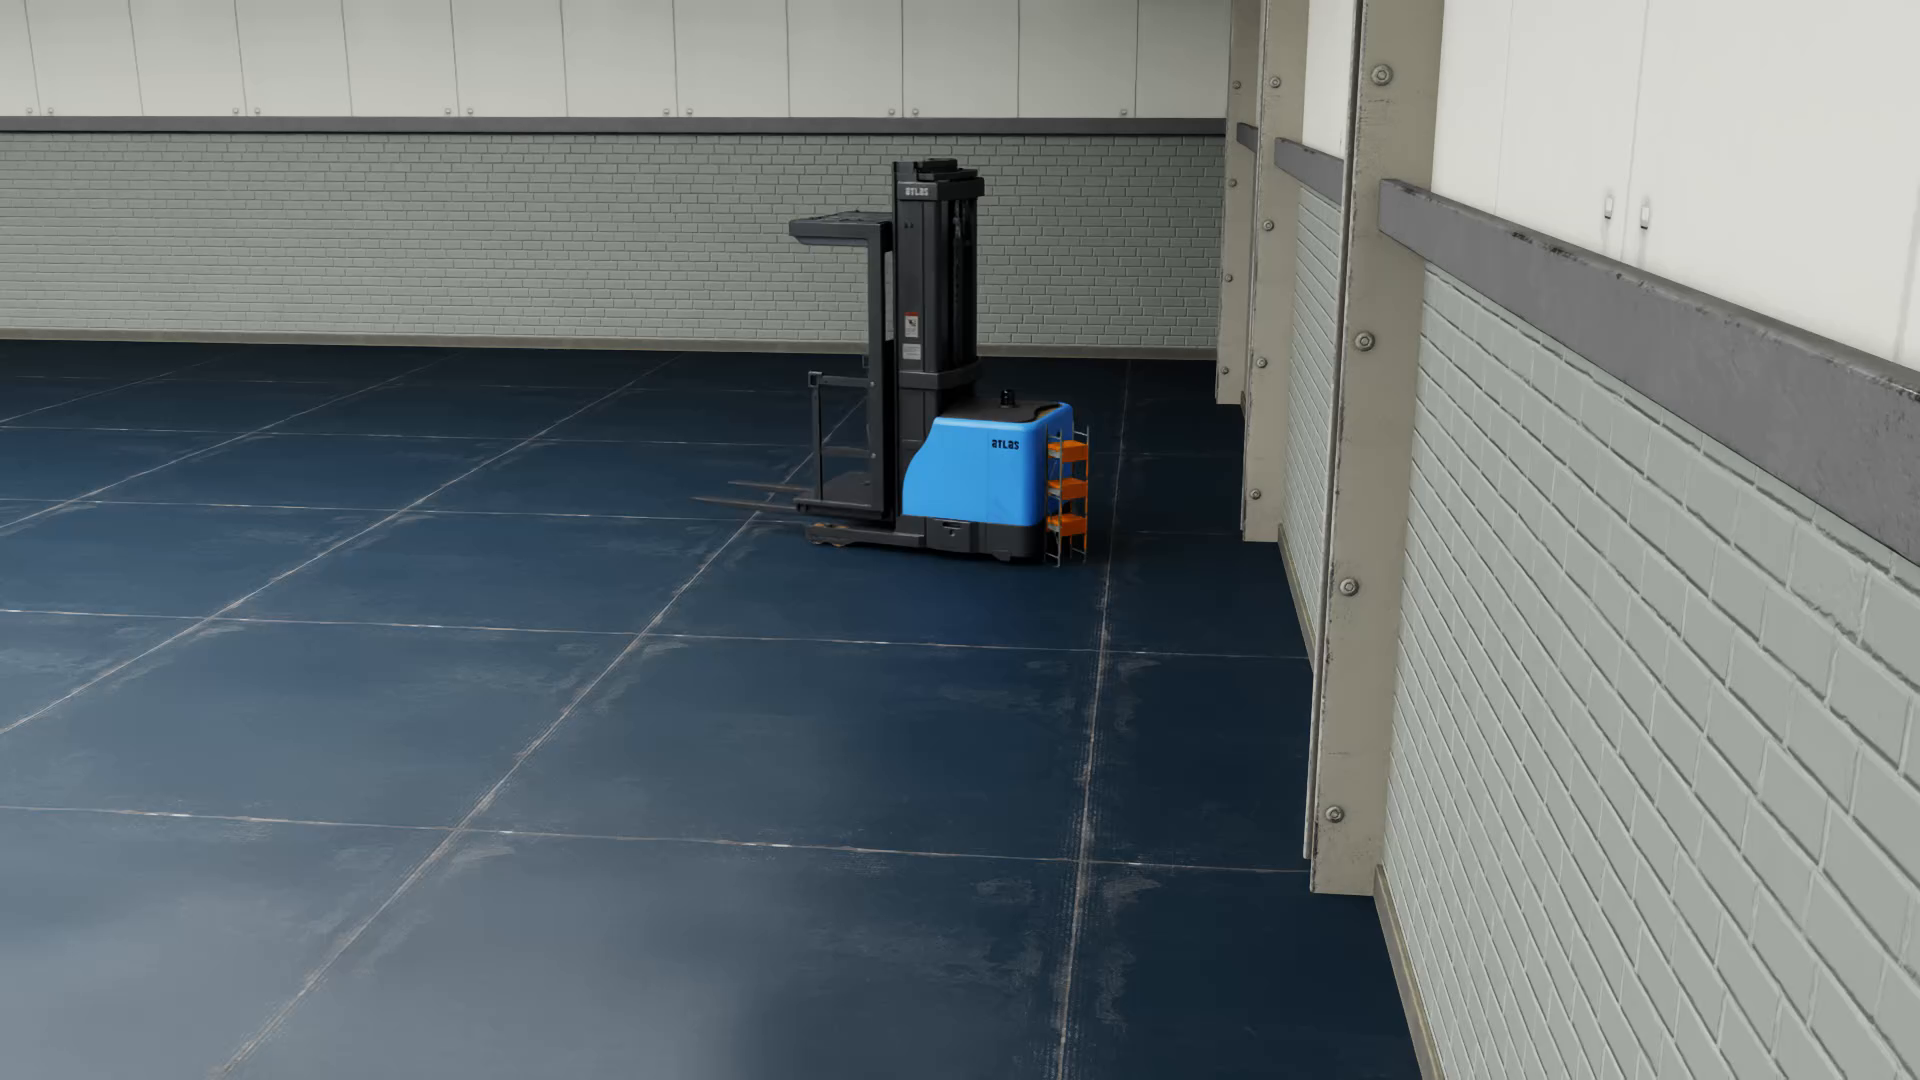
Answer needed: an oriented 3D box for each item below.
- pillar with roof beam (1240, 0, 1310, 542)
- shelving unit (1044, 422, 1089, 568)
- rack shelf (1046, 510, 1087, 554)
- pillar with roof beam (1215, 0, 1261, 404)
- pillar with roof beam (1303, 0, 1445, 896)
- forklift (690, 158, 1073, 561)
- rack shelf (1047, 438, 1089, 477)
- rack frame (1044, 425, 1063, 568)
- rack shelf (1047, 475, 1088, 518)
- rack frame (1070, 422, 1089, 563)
[{"bbox_3d":[-1.868,-4.510,12.601,9.100,9.000,0.400,2,15,6],"label":"pillar with roof beam"},{"bbox_3d":[0.793,-0.338,12.400,0.252,1.050,0.215,-9,18,-31],"label":"shelving unit"},{"bbox_3d":[0.793,-0.059,12.475,0.240,0.259,0.215,-9,18,-31],"label":"rack shelf"},{"bbox_3d":[-1.191,-6.066,18.356,9.100,9.000,0.400,2,15,6],"label":"pillar with roof beam"},{"bbox_3d":[-2.545,-2.954,6.846,9.100,9.000,0.400,2,15,6],"label":"pillar with roof beam"},{"bbox_3d":[-0.674,-1.478,13.013,3.031,2.935,1.130,6,16,21],"label":"forklift"},{"bbox_3d":[0.794,-0.602,12.329,0.240,0.259,0.215,-9,18,-31],"label":"rack shelf"},{"bbox_3d":[0.691,-0.321,12.337,0.008,1.050,0.200,-9,18,-31],"label":"rack frame"},{"bbox_3d":[0.793,-0.328,12.403,0.240,0.259,0.215,-9,18,-31],"label":"rack shelf"},{"bbox_3d":[0.896,-0.355,12.464,0.008,1.050,0.200,-9,18,-31],"label":"rack frame"}]
